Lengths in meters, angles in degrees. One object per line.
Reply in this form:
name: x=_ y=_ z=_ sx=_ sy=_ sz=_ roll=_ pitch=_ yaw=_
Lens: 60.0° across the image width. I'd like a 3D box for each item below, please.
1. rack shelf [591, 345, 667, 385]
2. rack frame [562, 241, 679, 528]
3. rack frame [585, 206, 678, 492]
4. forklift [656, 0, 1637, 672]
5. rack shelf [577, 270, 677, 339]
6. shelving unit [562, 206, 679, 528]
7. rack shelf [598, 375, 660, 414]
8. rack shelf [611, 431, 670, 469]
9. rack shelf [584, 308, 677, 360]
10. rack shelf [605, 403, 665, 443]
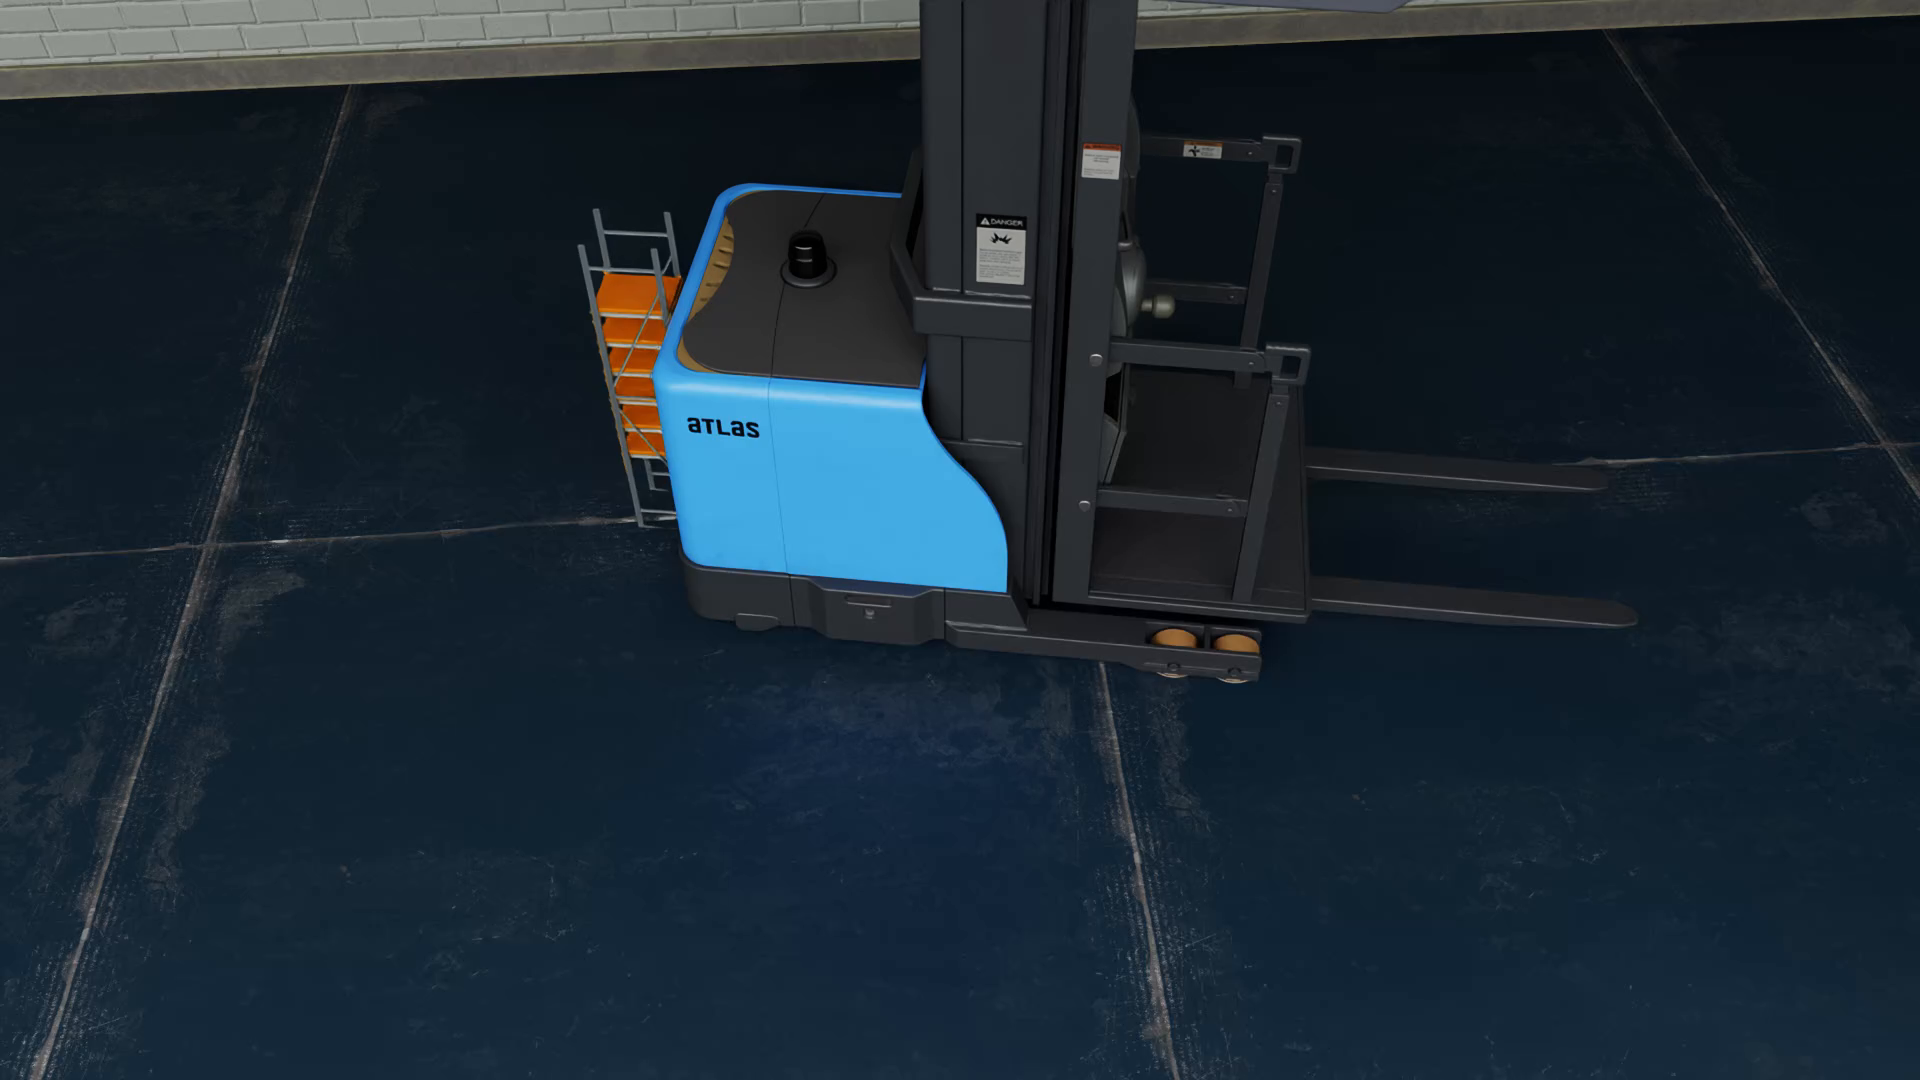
rack shelf: x=-1.028 y=-0.569 z=5.352 sx=0.258 sy=0.103 sz=0.180 roll=8 pitch=47 yaw=10
rack frame: x=-1.045 y=-0.452 z=5.344 sx=0.240 sy=1.200 sz=0.006 roll=8 pitch=47 yaw=10
rack frame: x=-1.006 y=-0.581 z=5.468 sx=0.240 sy=1.200 sz=0.006 roll=8 pitch=47 yaw=10
forklift: x=0.657 y=-0.985 z=4.664 sx=3.031 sy=2.935 sz=1.130 roll=3 pitch=47 yaw=3
rack shelf: x=-1.034 y=-0.736 z=5.180 sx=0.258 sy=0.103 sz=0.180 roll=8 pitch=47 yaw=10
shelving unit: x=-1.026 y=-0.516 z=5.406 sx=0.258 sy=1.200 sz=0.189 roll=8 pitch=47 yaw=10
rack shelf: x=-1.024 y=-0.485 z=5.438 sx=0.258 sy=0.103 sz=0.180 roll=8 pitch=47 yaw=10
rack shelf: x=-1.018 y=-0.318 z=5.610 sx=0.258 sy=0.103 sz=0.180 roll=8 pitch=47 yaw=10
rack shelf: x=-1.031 y=-0.653 z=5.266 sx=0.258 sy=0.103 sz=0.180 roll=8 pitch=47 yaw=10
rack shelf: x=-1.021 y=-0.401 z=5.524 sx=0.258 sy=0.103 sz=0.180 roll=8 pitch=47 yaw=10
